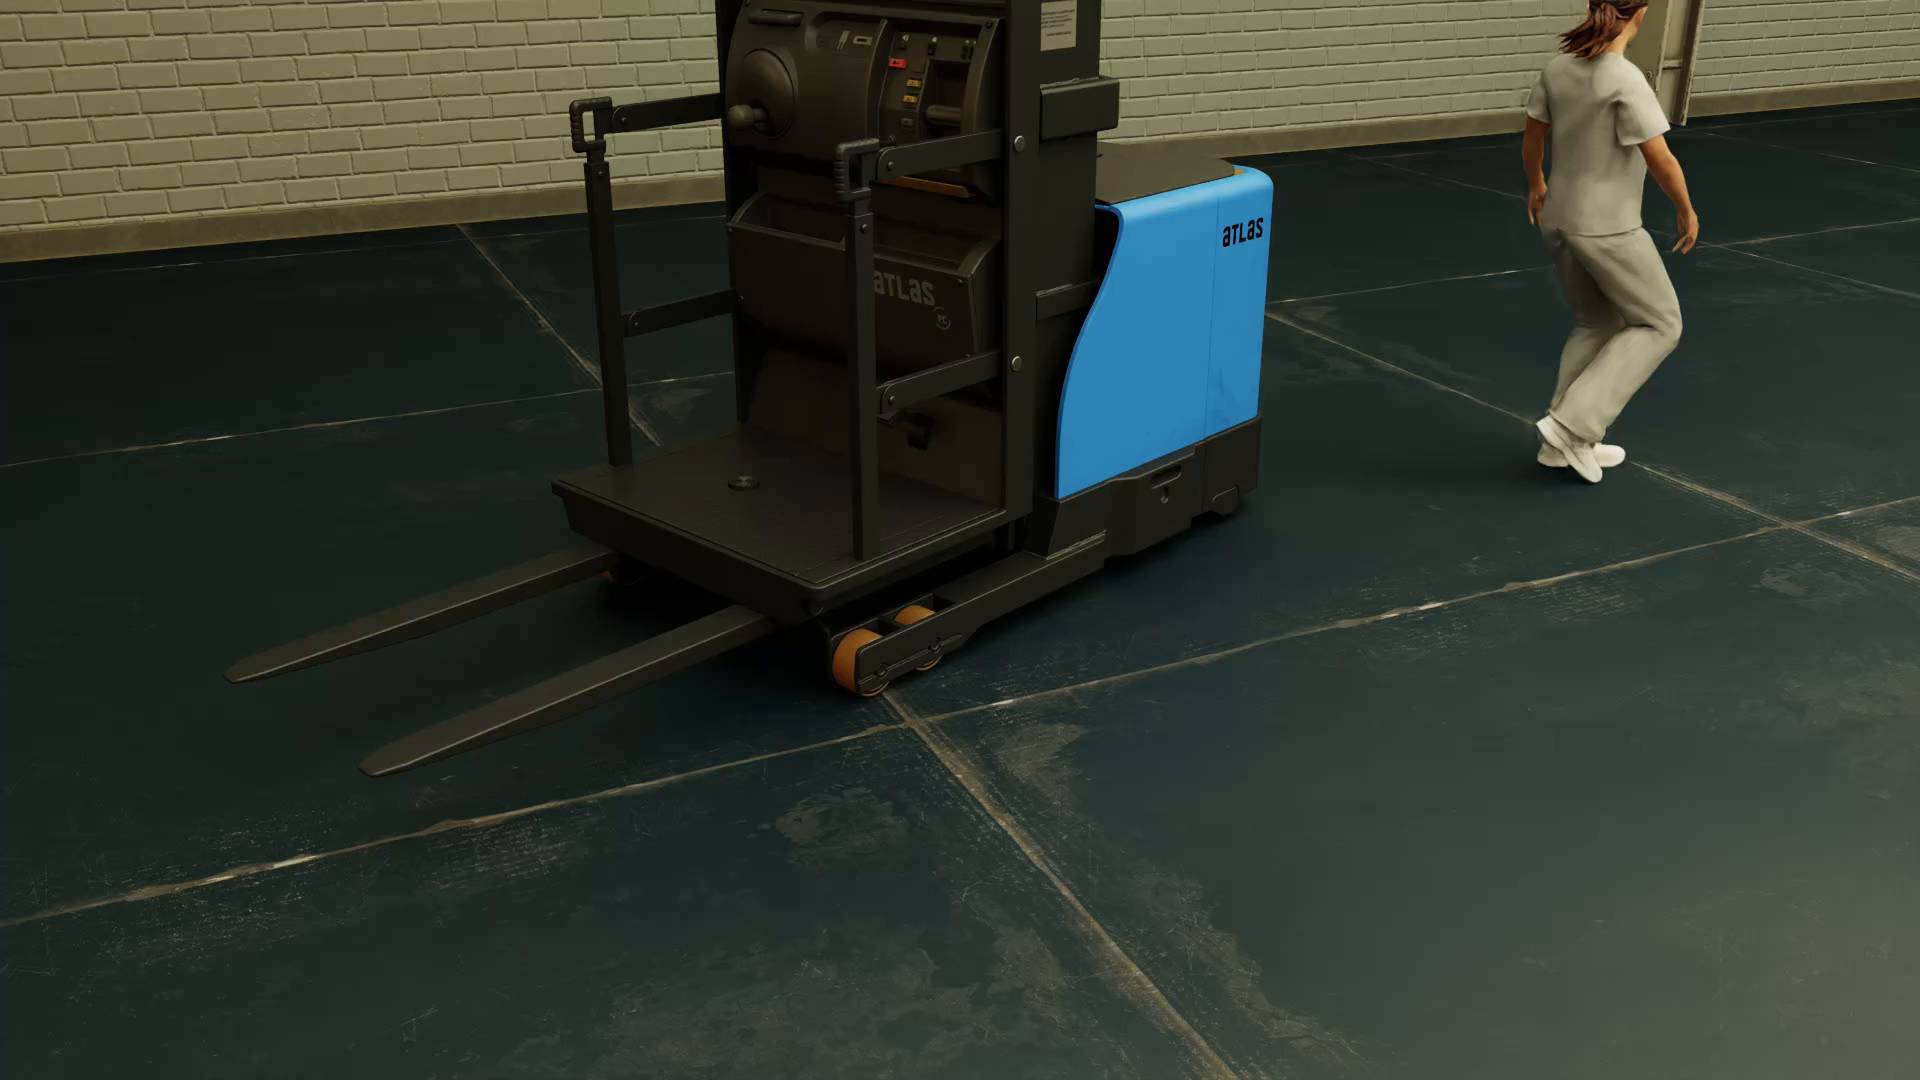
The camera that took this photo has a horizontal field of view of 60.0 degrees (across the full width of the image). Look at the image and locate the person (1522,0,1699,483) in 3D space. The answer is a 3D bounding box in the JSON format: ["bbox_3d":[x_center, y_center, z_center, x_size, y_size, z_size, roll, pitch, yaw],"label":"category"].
[{"bbox_3d":[2.077,-1.027,5.444,0.463,1.644,0.670,-4,23,-10],"label":"person"}]

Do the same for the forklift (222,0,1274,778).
[{"bbox_3d":[-0.413,-1.182,4.131,1.130,2.935,3.031,19,29,39],"label":"forklift"}]
